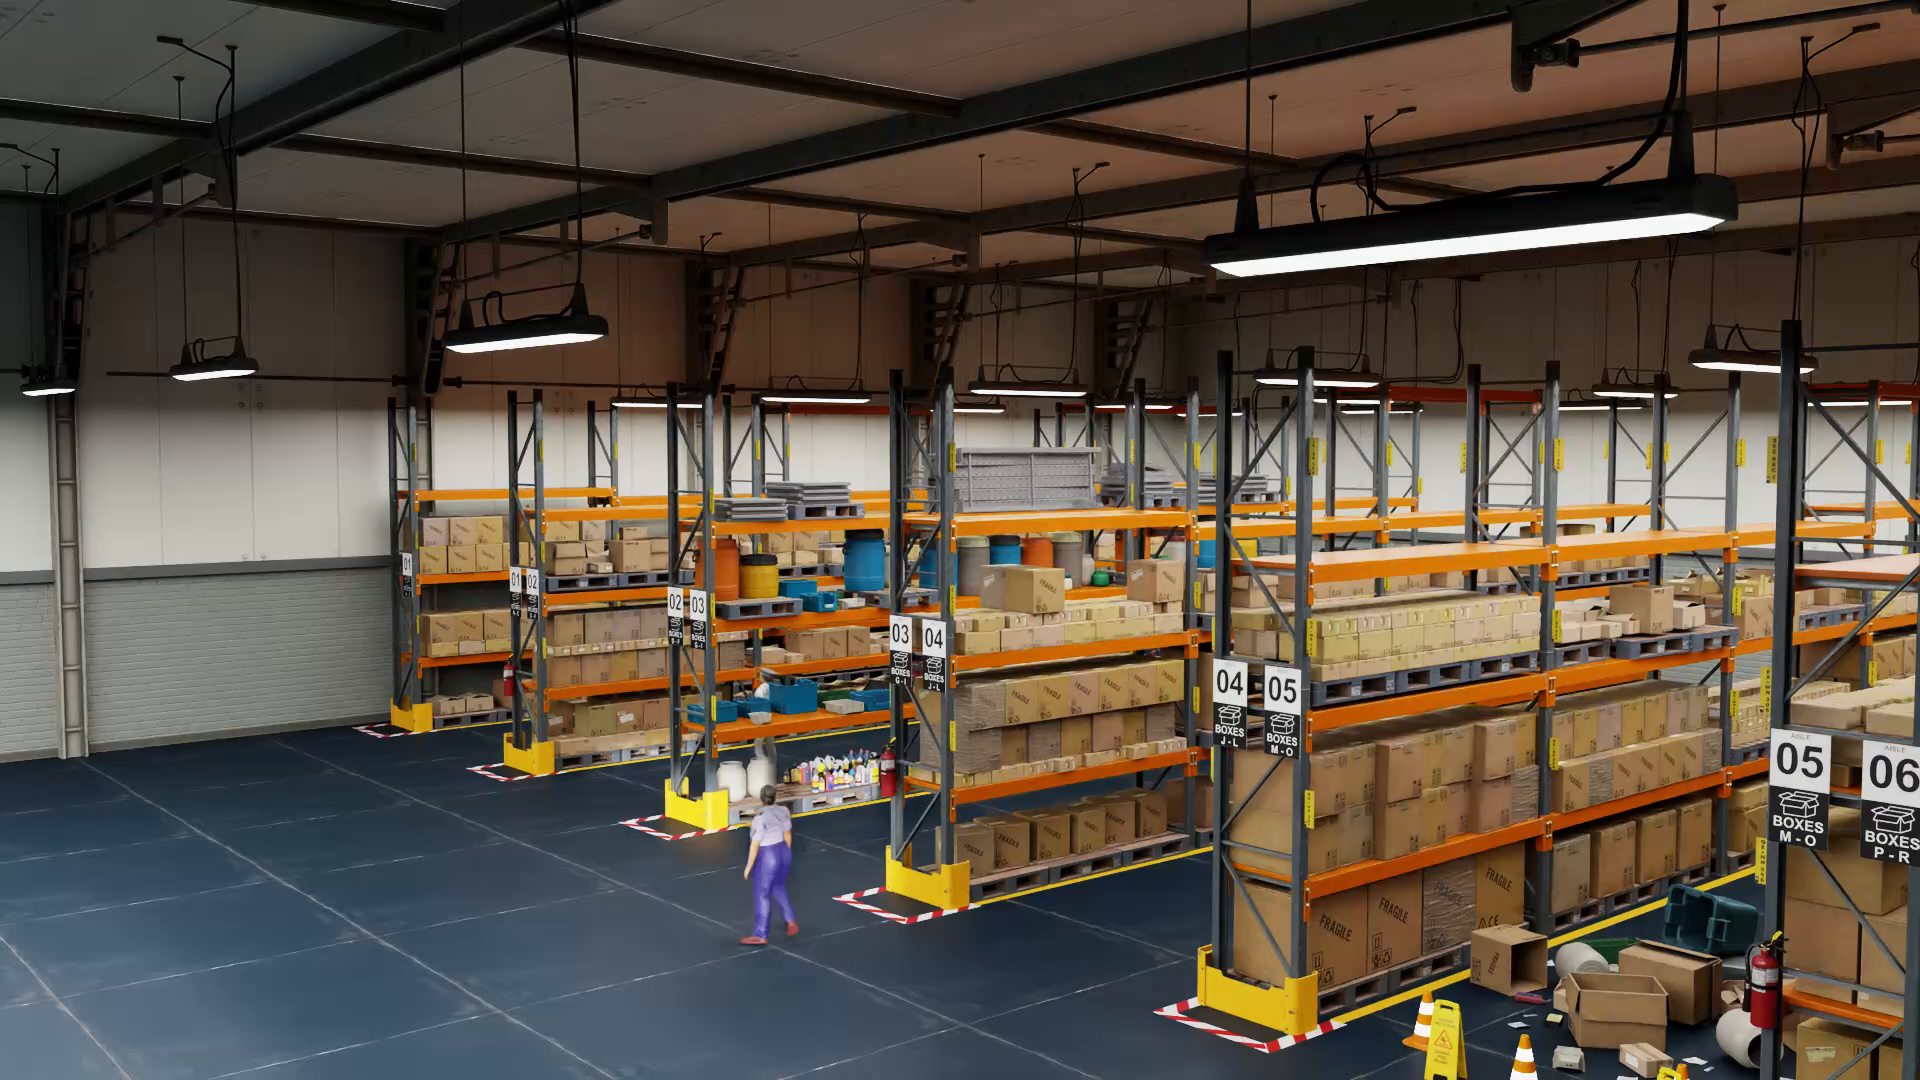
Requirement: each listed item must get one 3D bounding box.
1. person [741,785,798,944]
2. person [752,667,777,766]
[{"bbox_3d":[-1.958,3.339,17.210,0.464,1.632,0.583,2,4,31],"label":"person"},{"bbox_3d":[-3.046,2.818,25.797,0.377,1.703,0.511,2,4,34],"label":"person"}]
